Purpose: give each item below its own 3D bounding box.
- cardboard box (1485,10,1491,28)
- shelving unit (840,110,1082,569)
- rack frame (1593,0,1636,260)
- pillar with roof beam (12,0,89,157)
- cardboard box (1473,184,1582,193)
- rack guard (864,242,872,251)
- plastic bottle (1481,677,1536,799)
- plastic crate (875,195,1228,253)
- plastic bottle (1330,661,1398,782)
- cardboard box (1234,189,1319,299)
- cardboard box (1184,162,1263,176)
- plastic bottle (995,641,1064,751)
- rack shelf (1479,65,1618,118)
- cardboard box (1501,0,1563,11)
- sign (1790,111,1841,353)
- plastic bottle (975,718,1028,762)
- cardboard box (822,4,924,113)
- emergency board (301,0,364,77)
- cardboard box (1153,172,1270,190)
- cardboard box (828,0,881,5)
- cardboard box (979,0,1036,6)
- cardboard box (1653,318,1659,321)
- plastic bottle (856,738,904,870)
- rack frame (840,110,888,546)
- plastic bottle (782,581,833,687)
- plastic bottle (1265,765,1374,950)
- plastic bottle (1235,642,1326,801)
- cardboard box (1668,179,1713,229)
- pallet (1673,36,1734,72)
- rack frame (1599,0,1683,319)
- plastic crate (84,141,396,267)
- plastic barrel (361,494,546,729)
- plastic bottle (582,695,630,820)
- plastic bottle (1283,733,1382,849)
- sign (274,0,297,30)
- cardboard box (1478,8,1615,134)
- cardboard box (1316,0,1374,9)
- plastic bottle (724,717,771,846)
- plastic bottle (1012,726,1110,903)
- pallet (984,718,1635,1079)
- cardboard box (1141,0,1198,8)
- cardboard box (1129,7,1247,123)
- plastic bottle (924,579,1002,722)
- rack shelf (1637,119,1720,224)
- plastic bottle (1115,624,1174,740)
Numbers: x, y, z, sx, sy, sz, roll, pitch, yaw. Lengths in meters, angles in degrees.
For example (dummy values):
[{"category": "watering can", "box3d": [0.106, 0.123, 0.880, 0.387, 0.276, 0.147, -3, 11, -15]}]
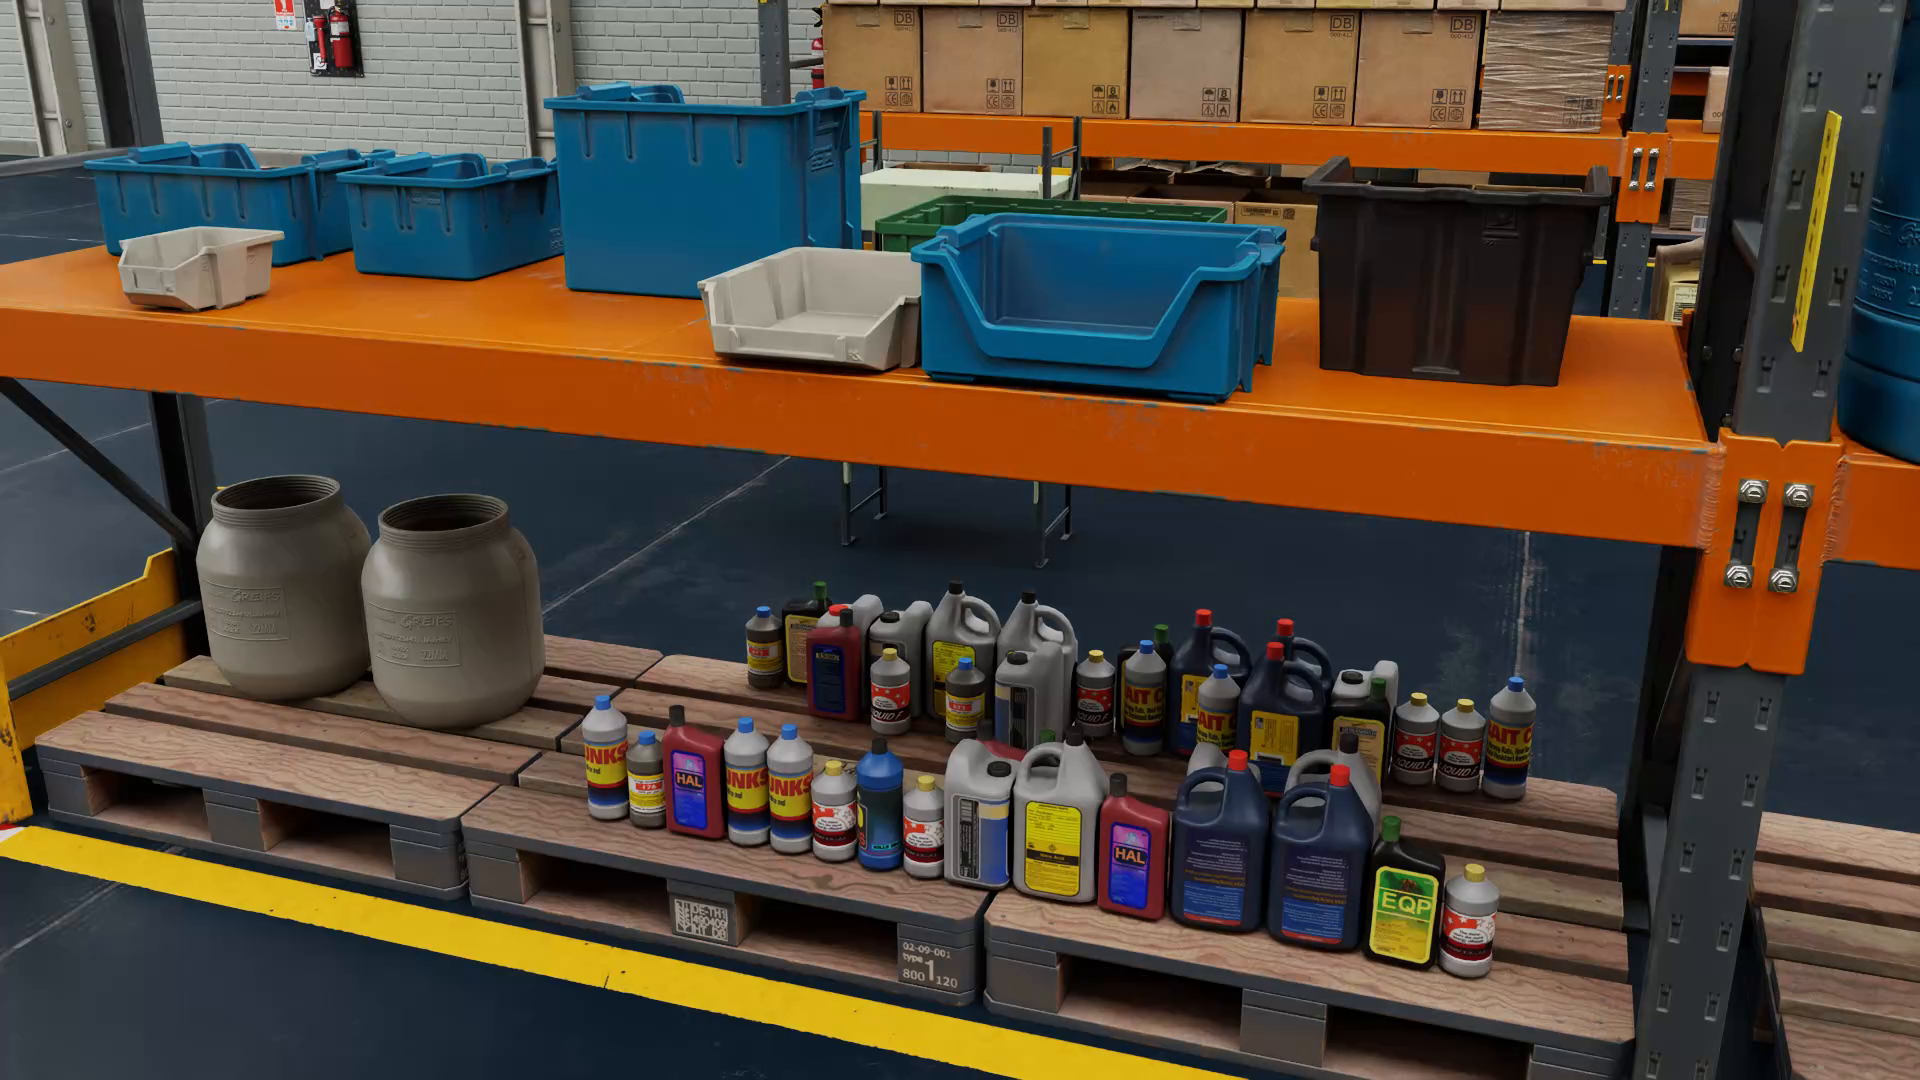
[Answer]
[{"category": "cardboard box", "box3d": [3.623, -3.852, 11.627, 0.500, 0.500, 0.500, 6, 20, 18]}, {"category": "shelving unit", "box3d": [-0.006, -0.709, 5.831, 0.755, 1.500, 0.431, 7, 20, 18]}, {"category": "rack frame", "box3d": [4.644, -3.552, 11.709, 0.127, 3.000, 1.000, 7, 20, 18]}, {"category": "pillar with roof beam", "box3d": [-10.937, -6.968, 12.394, 0.400, 9.000, 9.100, 7, 20, 18]}, {"category": "cardboard box", "box3d": [2.687, -1.413, 7.972, 0.500, 0.500, 0.500, 7, 20, 18]}, {"category": "rack guard", "box3d": [-0.779, -1.266, 8.947, 0.348, 0.500, 1.175, 7, 20, 18]}, {"category": "plastic bottle", "box3d": [1.236, 0.438, 3.738, 0.097, 0.271, 0.097, 0, 19, 0]}, {"category": "plastic crate", "box3d": [0.204, -0.606, 3.579, 0.662, 0.188, 0.450, 7, 20, 18]}, {"category": "plastic bottle", "box3d": [0.922, 0.410, 3.813, 0.135, 0.276, 0.152, 7, 21, 20]}, {"category": "cardboard box", "box3d": [1.570, -1.358, 7.815, 0.500, 0.500, 0.500, 7, 20, 18]}, {"category": "cardboard box", "box3d": [2.029, -2.758, 12.847, 0.500, 0.311, 0.500, 8, 21, 23]}, {"category": "plastic bottle", "box3d": [0.162, 0.373, 3.918, 0.135, 0.276, 0.152, 7, 20, 18]}, {"category": "rack shelf", "box3d": [2.755, -3.428, 12.447, 4.000, 0.370, 1.077, 7, 20, 18]}, {"category": "cardboard box", "box3d": [2.462, -2.355, 7.137, 0.250, 0.149, 0.380, 6, 20, 17]}, {"category": "sign", "box3d": [1.202, -0.432, 2.339, 0.005, 0.325, 0.100, 7, 20, 18]}, {"category": "plastic bottle", "box3d": [0.086, 0.516, 3.498, 0.133, 0.283, 0.061, 7, 20, 18]}, {"category": "cardboard box", "box3d": [-0.319, -2.436, 8.356, 0.500, 0.500, 0.700, 7, 20, 18]}, {"category": "emergency board", "box3d": [-6.179, -5.104, 16.162, 0.643, 1.169, 0.194, 7, 20, 18]}, {"category": "cardboard box", "box3d": [1.269, -1.574, 8.435, 0.500, 0.500, 0.500, 7, 20, 18]}, {"category": "cardboard box", "box3d": [-0.456, -2.688, 8.092, 0.250, 0.149, 0.380, 6, 20, 18]}, {"category": "cardboard box", "box3d": [0.267, -2.605, 7.854, 0.250, 0.149, 0.380, 6, 20, 17]}, {"category": "cardboard box", "box3d": [3.322, -0.791, 7.327, 0.500, 0.250, 0.500, 6, 20, 17]}, {"category": "plastic bottle", "box3d": [-0.165, 0.539, 3.448, 0.097, 0.271, 0.097, 0, 19, 0]}, {"category": "rack frame", "box3d": [-0.352, -0.748, 5.945, 0.023, 1.500, 0.400, 7, 20, 18]}, {"category": "plastic bottle", "box3d": [-0.390, 0.240, 4.288, 0.133, 0.283, 0.061, 7, 20, 19]}, {"category": "plastic bottle", "box3d": [0.690, 0.592, 3.178, 0.185, 0.351, 0.144, 6, 20, 17]}, {"category": "plastic bottle", "box3d": [0.720, 0.400, 3.727, 0.185, 0.351, 0.144, 7, 20, 18]}, {"category": "cardboard box", "box3d": [5.345, -2.505, 11.835, 0.500, 0.500, 0.700, 7, 20, 20]}, {"category": "pallet", "box3d": [5.319, -3.334, 11.374, 1.213, 0.211, 1.003, 7, 20, 18]}, {"category": "rack frame", "box3d": [3.022, -2.011, 7.289, 0.127, 3.000, 1.000, 7, 20, 18]}, {"category": "plastic crate", "box3d": [-1.814, -0.872, 4.248, 0.616, 0.251, 0.499, 7, 20, 18]}, {"category": "plastic barrel", "box3d": [-1.265, 0.174, 4.161, 0.421, 0.512, 0.421, 0, 19, 0]}, {"category": "plastic bottle", "box3d": [-0.775, 0.470, 3.648, 0.097, 0.271, 0.097, 0, 19, 0]}, {"category": "plastic bottle", "box3d": [0.738, 0.547, 3.307, 0.185, 0.351, 0.144, 7, 20, 18]}, {"category": "sign", "box3d": [-6.667, -5.213, 16.420, 0.234, 0.329, 0.001, 7, 20, 18]}, {"category": "cardboard box", "box3d": [2.601, -2.104, 7.405, 0.500, 0.500, 0.700, 6, 20, 17]}, {"category": "cardboard box", "box3d": [1.735, -2.438, 7.376, 0.250, 0.149, 0.380, 6, 20, 18]}, {"category": "plastic bottle", "box3d": [-0.451, 0.507, 3.542, 0.097, 0.271, 0.097, 0, 19, 0]}, {"category": "plastic bottle", "box3d": [0.204, 0.536, 3.338, 0.185, 0.351, 0.144, 6, 20, 18]}, {"category": "pallet", "box3d": [0.773, 0.760, 3.576, 1.213, 0.211, 1.003, 7, 20, 18]}, {"category": "cardboard box", "box3d": [0.996, -2.521, 7.615, 0.250, 0.149, 0.380, 7, 20, 19]}, {"category": "cardboard box", "box3d": [1.144, -2.270, 7.879, 0.500, 0.500, 0.700, 7, 20, 20]}, {"category": "plastic bottle", "box3d": [0.011, 0.269, 4.104, 0.185, 0.351, 0.144, 7, 21, 20]}, {"category": "rack shelf", "box3d": [4.912, -1.456, 6.788, 4.000, 0.370, 1.077, 7, 20, 18]}, {"category": "plastic bottle", "box3d": [0.446, 0.336, 4.014, 0.133, 0.283, 0.061, 7, 21, 20]}]
